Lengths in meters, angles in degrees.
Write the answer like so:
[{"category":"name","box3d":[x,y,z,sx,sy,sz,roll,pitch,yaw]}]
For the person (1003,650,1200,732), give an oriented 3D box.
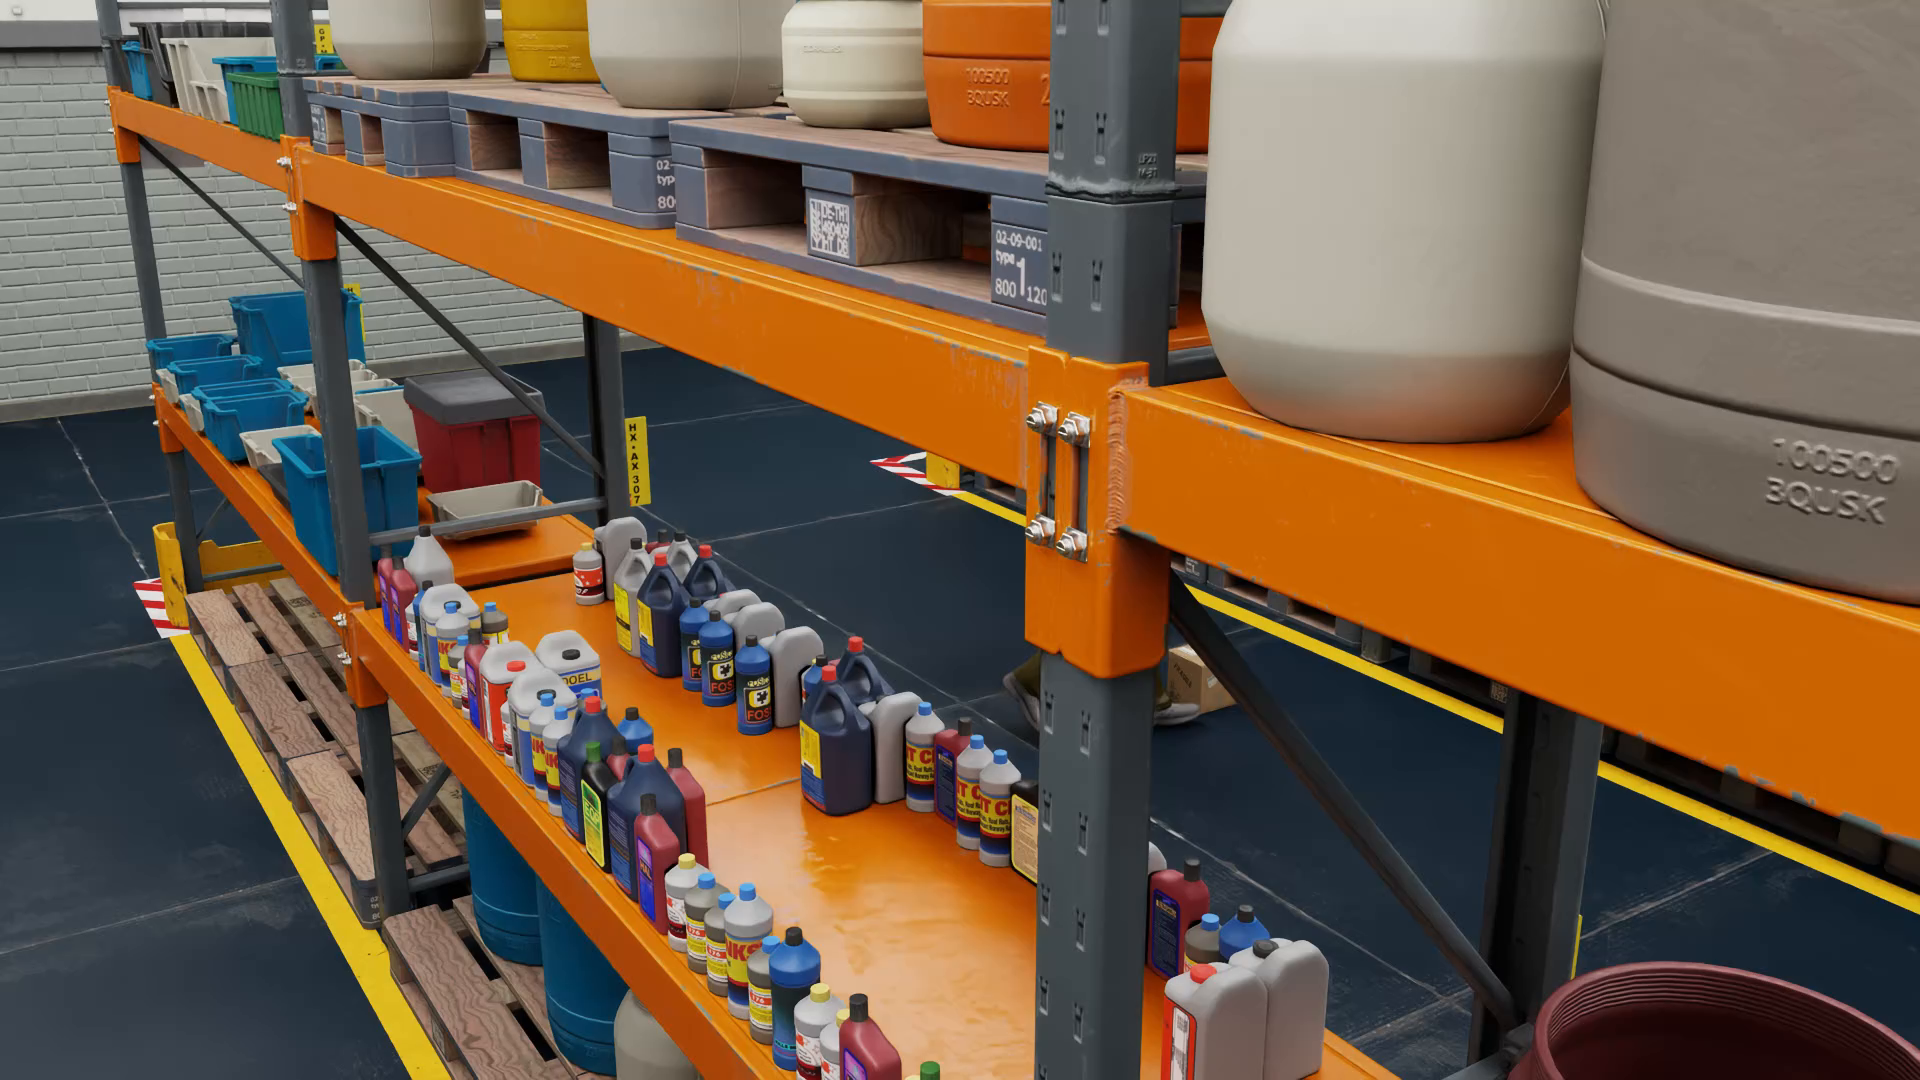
[{"category":"person","box3d":[0.660,0.034,7.467,0.934,1.763,0.652,-2,18,-6]}]
